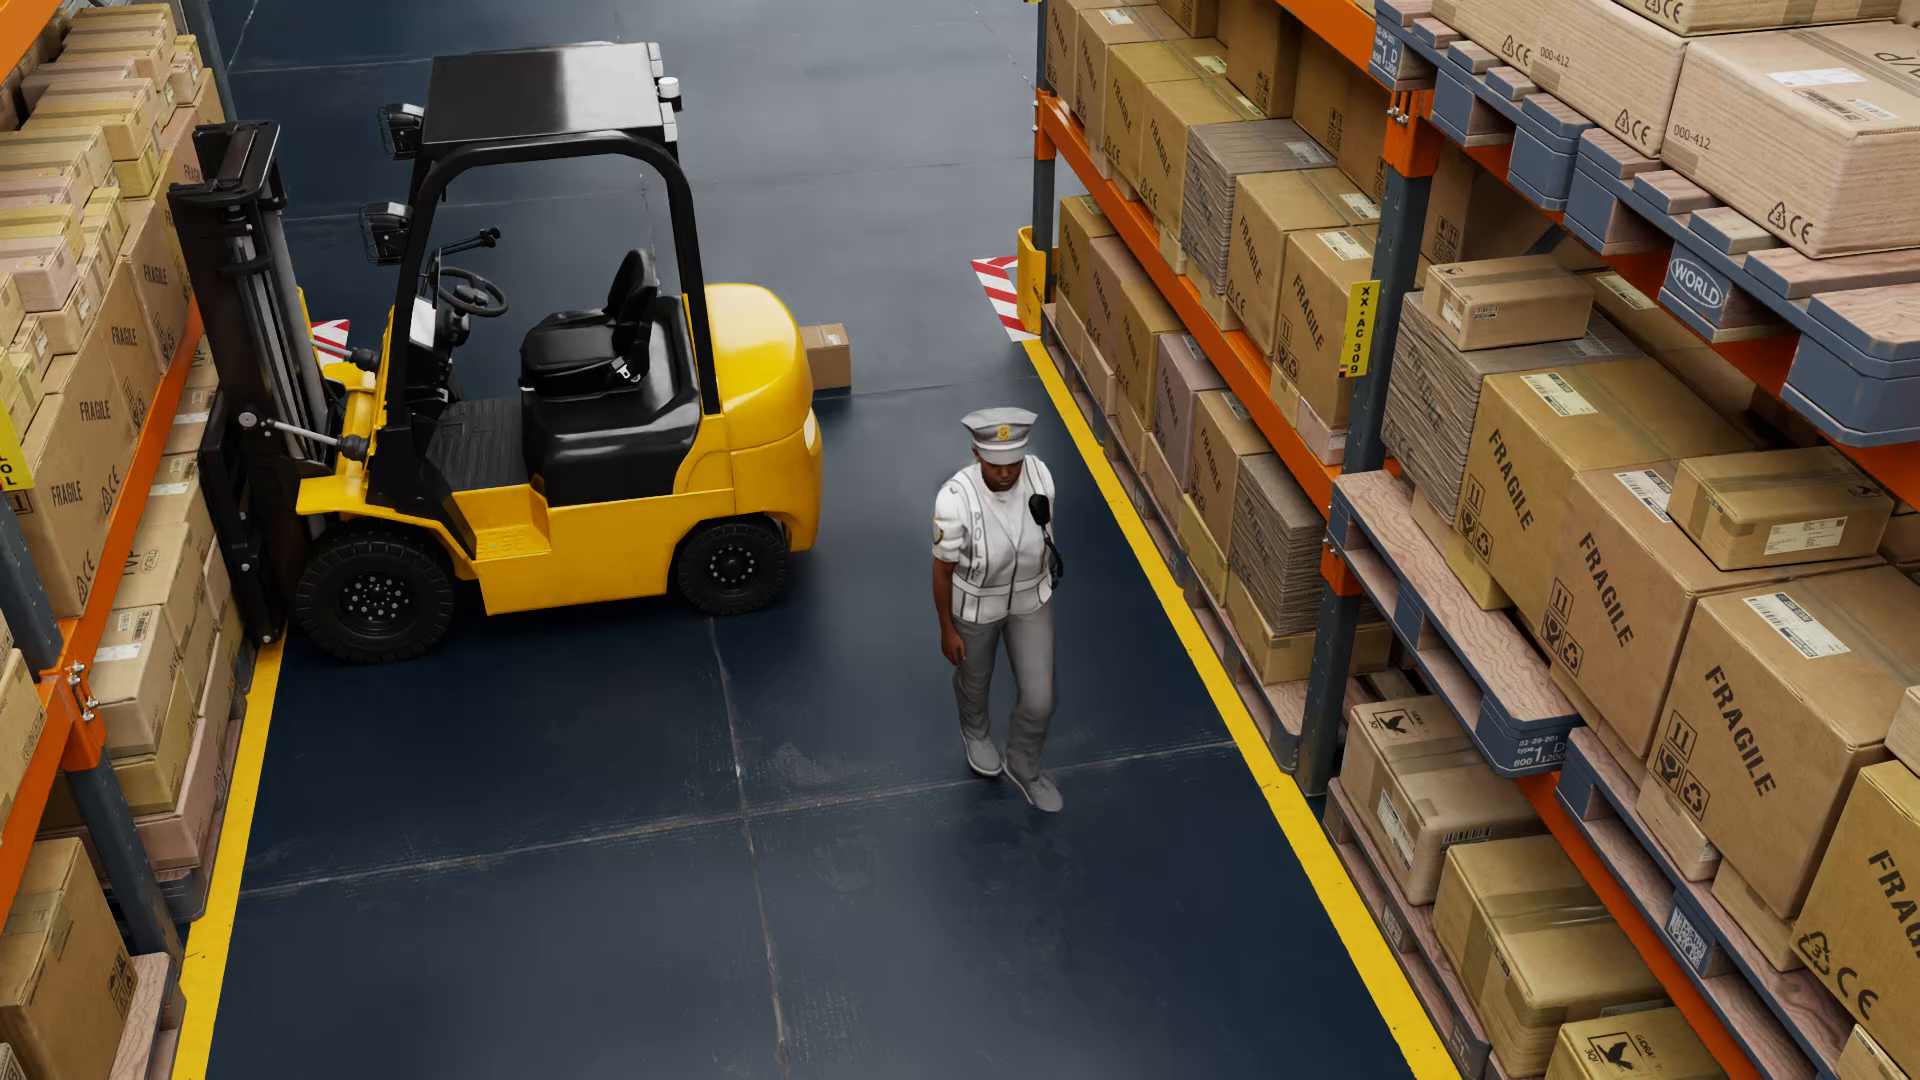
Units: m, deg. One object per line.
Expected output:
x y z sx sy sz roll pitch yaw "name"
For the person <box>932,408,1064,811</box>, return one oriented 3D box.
0.113 0.226 5.835 0.475 1.728 0.511 -9 36 -13 "person"
